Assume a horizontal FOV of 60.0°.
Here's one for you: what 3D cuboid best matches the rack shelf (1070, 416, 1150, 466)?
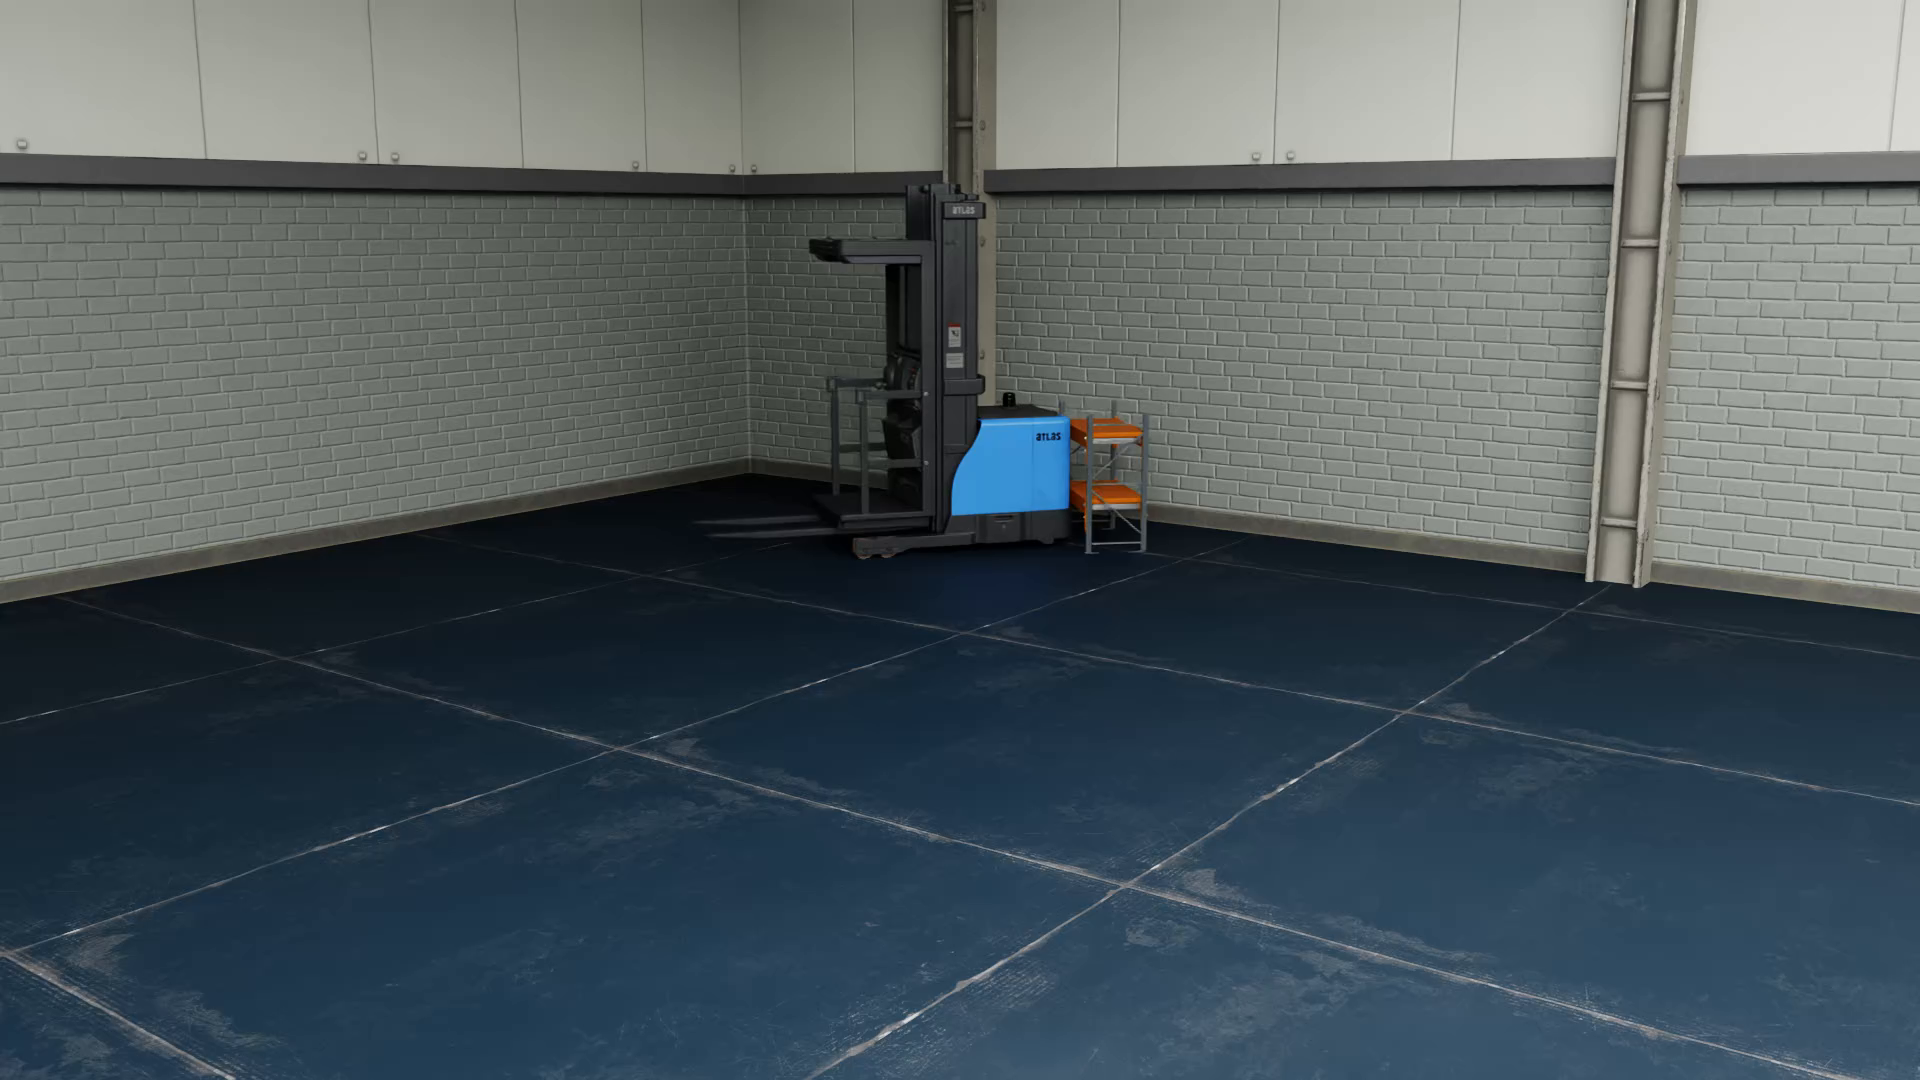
[{"bbox_3d":[1.185,-0.834,13.838,0.538,0.278,1.000,-2,11,-9],"label":"rack shelf"}]

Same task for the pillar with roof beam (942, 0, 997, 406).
[{"bbox_3d":[-2.461,-4.127,11.669,0.400,9.000,9.100,8,13,36],"label":"pillar with roof beam"}]

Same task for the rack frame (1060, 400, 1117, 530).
[{"bbox_3d":[1.103,-0.642,14.386,0.500,1.125,0.032,-2,11,-9],"label":"rack frame"}]

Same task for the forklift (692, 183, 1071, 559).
[{"bbox_3d":[-0.654,-1.398,13.541,3.031,2.935,1.130,-3,11,-17],"label":"forklift"}]

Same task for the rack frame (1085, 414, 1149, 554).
[{"bbox_3d":[1.265,-0.452,13.400,0.500,1.125,0.032,-2,11,-9],"label":"rack frame"}]

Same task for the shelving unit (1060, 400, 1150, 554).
[{"bbox_3d":[1.184,-0.547,13.893,0.538,1.125,1.048,-2,11,-9],"label":"shelving unit"}]

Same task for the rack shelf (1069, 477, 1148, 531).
[{"bbox_3d":[1.184,-0.307,13.940,0.538,0.278,1.000,-2,11,-9],"label":"rack shelf"}]

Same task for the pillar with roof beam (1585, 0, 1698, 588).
[{"bbox_3d":[2.375,-3.452,8.182,0.400,9.000,9.100,8,13,36],"label":"pillar with roof beam"}]
